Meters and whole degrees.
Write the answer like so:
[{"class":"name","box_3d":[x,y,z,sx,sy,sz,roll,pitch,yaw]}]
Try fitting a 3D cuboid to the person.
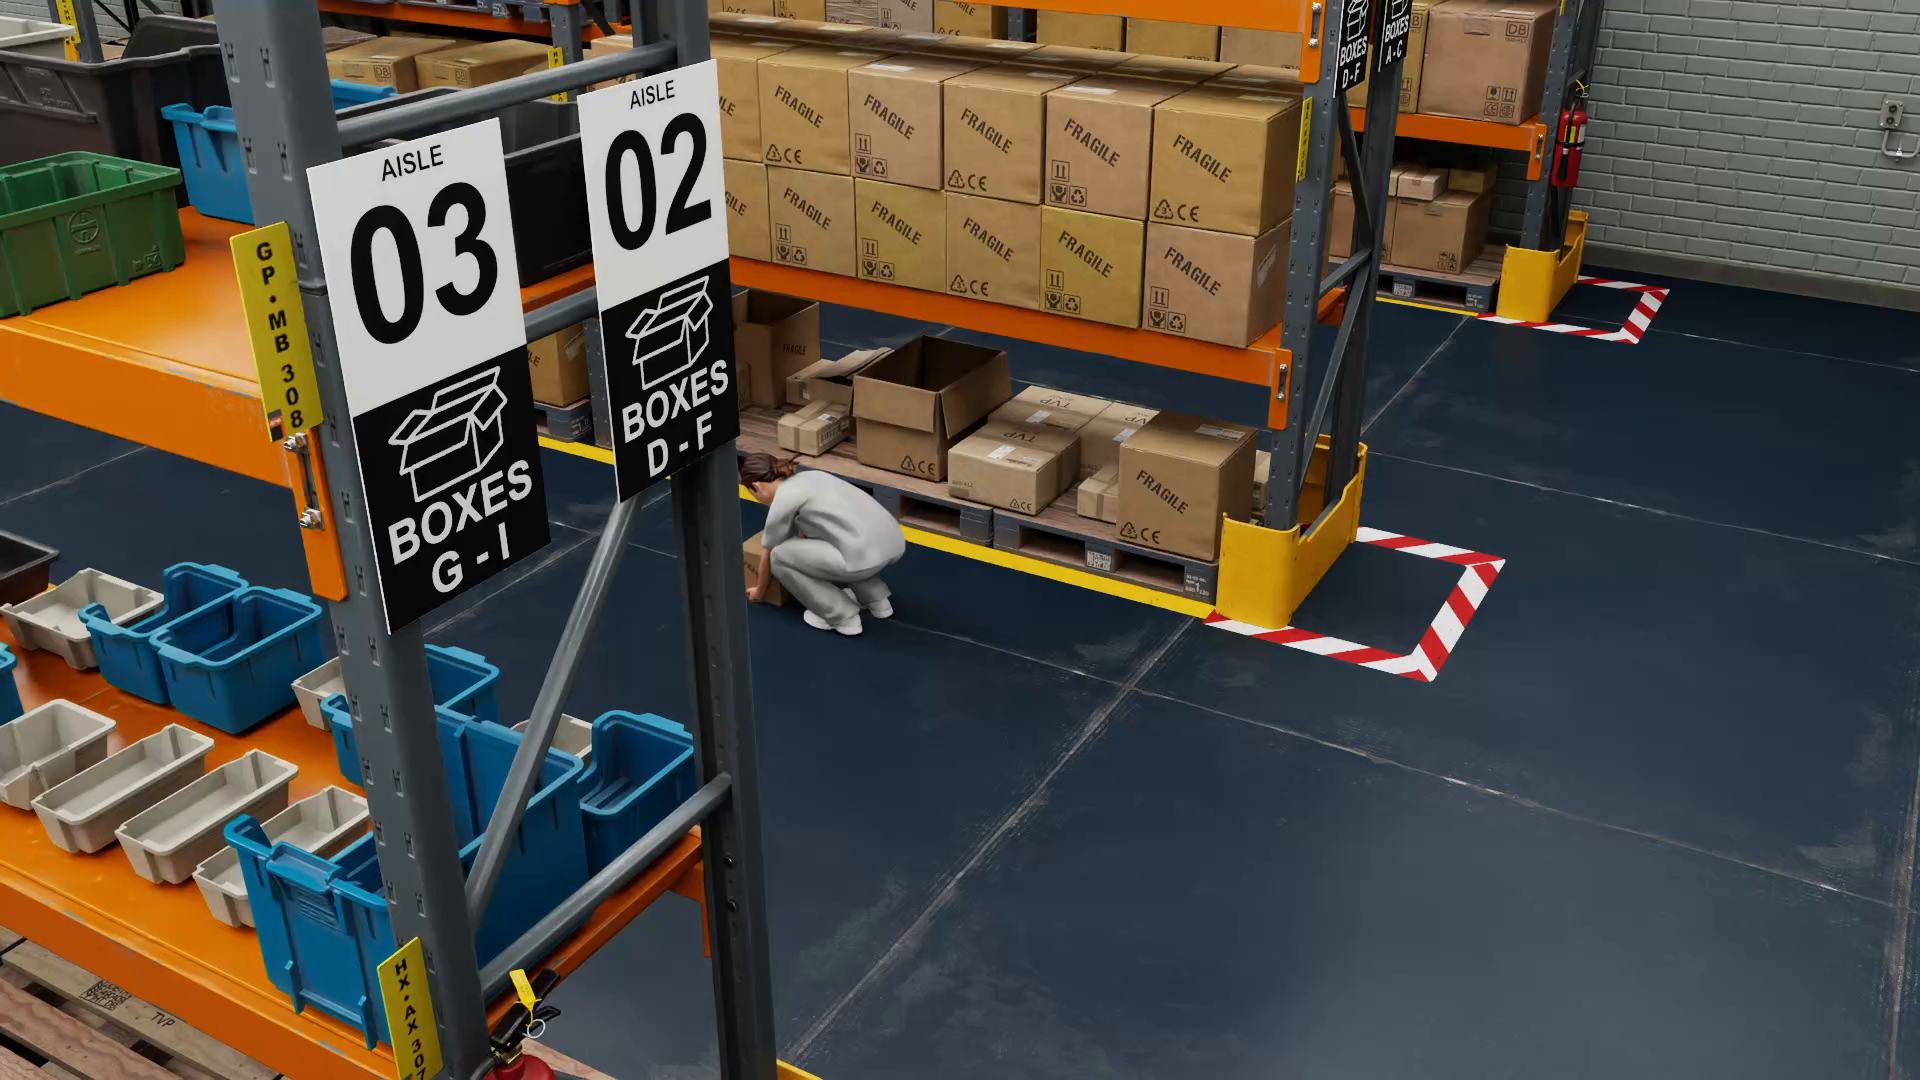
[{"class":"person","box_3d":[-0.644,0.028,7.695,0.832,0.809,0.475,18,32,32]}]
